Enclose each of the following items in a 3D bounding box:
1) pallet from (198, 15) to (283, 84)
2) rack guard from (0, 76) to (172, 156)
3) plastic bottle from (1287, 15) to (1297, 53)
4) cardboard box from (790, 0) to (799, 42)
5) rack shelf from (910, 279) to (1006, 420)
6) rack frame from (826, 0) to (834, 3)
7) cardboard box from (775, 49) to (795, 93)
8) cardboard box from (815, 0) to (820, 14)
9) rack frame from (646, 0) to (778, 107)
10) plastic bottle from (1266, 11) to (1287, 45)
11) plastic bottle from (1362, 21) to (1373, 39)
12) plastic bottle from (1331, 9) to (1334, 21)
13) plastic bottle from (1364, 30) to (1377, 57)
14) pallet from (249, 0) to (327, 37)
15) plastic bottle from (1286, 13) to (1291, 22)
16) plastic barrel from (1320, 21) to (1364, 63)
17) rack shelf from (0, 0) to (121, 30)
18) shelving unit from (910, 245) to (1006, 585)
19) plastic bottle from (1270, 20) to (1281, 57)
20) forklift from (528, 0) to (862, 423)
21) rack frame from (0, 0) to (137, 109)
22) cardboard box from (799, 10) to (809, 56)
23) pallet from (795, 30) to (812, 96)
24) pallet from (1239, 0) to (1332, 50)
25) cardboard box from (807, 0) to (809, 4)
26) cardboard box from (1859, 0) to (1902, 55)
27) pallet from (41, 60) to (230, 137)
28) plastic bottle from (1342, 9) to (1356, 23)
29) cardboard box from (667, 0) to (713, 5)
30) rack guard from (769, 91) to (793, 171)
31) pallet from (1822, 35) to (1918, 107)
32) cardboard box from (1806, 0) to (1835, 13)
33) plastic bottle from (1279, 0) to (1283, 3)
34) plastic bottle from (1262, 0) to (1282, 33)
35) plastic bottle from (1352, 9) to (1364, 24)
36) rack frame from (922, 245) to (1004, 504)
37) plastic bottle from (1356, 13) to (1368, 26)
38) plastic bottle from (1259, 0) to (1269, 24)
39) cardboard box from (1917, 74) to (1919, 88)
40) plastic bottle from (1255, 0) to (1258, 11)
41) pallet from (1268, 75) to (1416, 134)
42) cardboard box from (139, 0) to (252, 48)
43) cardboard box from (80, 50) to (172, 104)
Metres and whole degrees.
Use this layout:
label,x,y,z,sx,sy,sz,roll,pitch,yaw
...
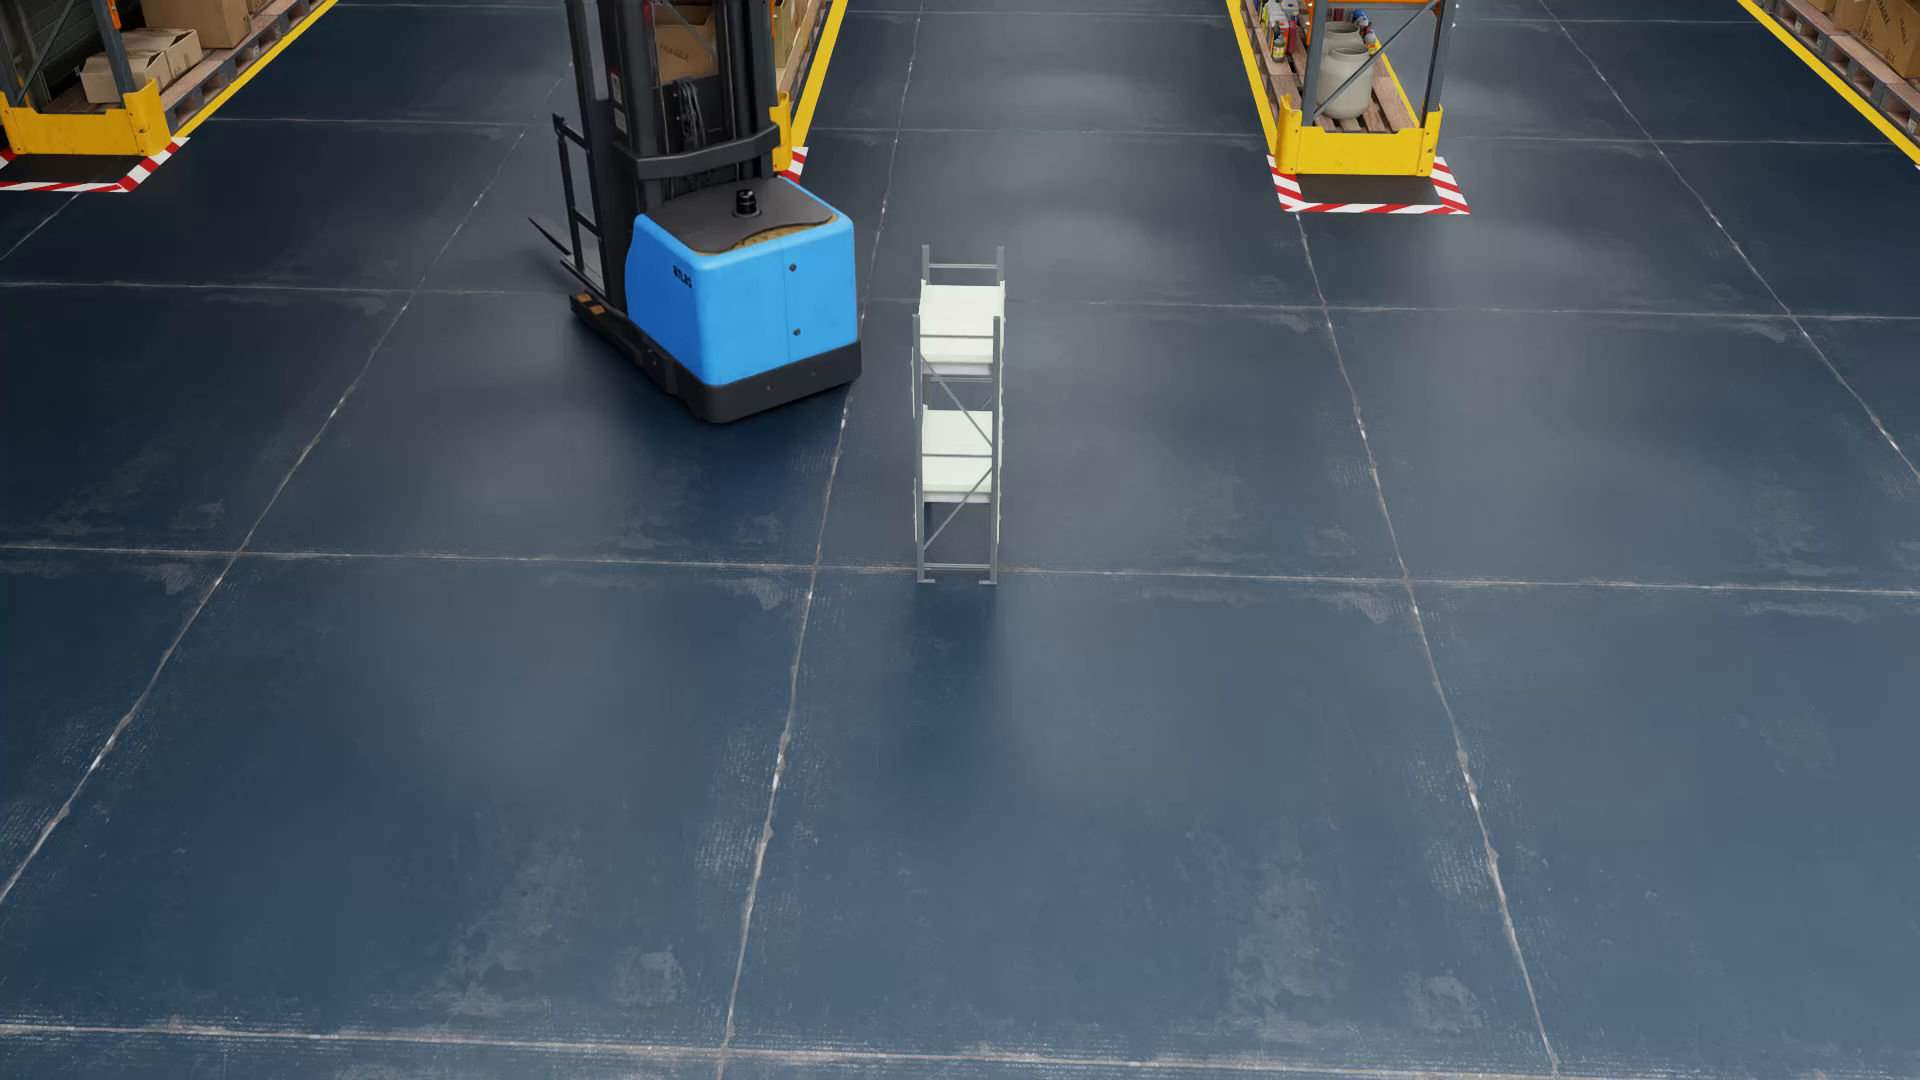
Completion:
label,x,y,z,sx,sy,sz,roll,pitch,yaw
pallet,-6.716,-4.352,14.705,1.003,0.211,1.213,1,35,2
rack guard,-6.836,-3.306,12.964,1.175,0.500,0.348,1,35,2
plastic bottle,2.839,-4.332,14.230,0.061,0.283,0.133,1,35,2
cardboard box,-1.620,-4.404,13.727,0.500,0.500,0.500,1,35,2
rack shelf,0.000,-0.929,8.035,0.431,0.370,0.720,1,35,2
rack frame,-1.729,-6.470,15.294,1.000,3.000,0.127,1,35,2
cardboard box,-1.629,-3.809,13.534,0.500,0.250,0.500,1,35,2
cardboard box,-1.559,-4.959,15.169,0.500,0.250,0.500,1,35,2
rack frame,-1.889,-4.172,12.024,1.000,3.000,0.127,1,35,2
plastic bottle,2.739,-4.411,14.349,0.152,0.276,0.135,0,35,1
plastic bottle,3.471,-4.288,14.169,0.061,0.283,0.133,2,35,3
plastic bottle,3.358,-4.738,14.808,0.061,0.283,0.133,1,35,2
plastic bottle,3.444,-4.154,13.988,0.097,0.271,0.097,0,35,0
pallet,-6.670,-5.055,15.705,1.003,0.211,1.213,1,35,2
plastic bottle,2.864,-4.498,14.538,0.097,0.201,0.097,0,35,0
plastic barrel,3.030,-3.878,13.403,0.421,0.512,0.421,0,35,0
rack shelf,-6.759,-5.139,14.025,1.077,0.370,4.000,1,35,2
shelving unit,0.000,-0.610,8.259,0.431,1.500,0.755,1,35,2
plastic bottle,2.682,-4.257,14.124,0.061,0.283,0.133,2,35,3
forklift,-1.849,-2.670,9.945,1.130,2.935,3.031,-22,41,-28
rack frame,-6.839,-4.285,12.183,1.000,3.000,0.127,1,35,2
cardboard box,-1.584,-4.384,14.351,0.500,0.250,0.500,1,35,2
pallet,-1.849,-4.171,14.447,1.003,0.211,1.213,1,35,2
pallet,3.152,-4.828,15.382,1.003,0.211,1.213,1,35,2
cardboard box,-1.577,-4.978,14.544,0.500,0.500,0.500,1,35,2
cardboard box,8.152,-4.472,14.259,0.500,0.500,0.500,-2,35,-2
pallet,-6.768,-3.653,13.710,1.003,0.211,1.213,1,35,2
plastic bottle,3.451,-4.654,14.695,0.152,0.276,0.135,2,35,3
cardboard box,-2.140,-4.416,13.744,0.500,0.500,0.500,1,35,2
rack guard,-1.890,-3.136,12.723,1.175,0.500,0.348,1,35,2
pallet,8.132,-4.009,14.217,1.003,0.211,1.213,1,35,2
cardboard box,8.113,-5.160,15.237,0.500,0.500,0.500,0,35,0
plastic bottle,2.888,-4.877,15.017,0.097,0.271,0.097,0,35,0
plastic bottle,2.749,-4.643,14.615,0.144,0.351,0.185,1,35,2
plastic bottle,3.470,-4.525,14.515,0.097,0.271,0.097,0,35,0
rack frame,0.014,-0.820,8.558,0.400,1.500,0.023,1,35,2
plastic bottle,3.462,-4.408,14.350,0.097,0.271,0.097,0,35,0
plastic bottle,2.718,-4.766,14.848,0.061,0.283,0.133,3,35,4
cardboard box,8.040,-3.793,13.293,0.500,0.500,0.500,10,36,14
plastic bottle,2.773,-4.996,15.117,0.144,0.351,0.185,2,35,3
pallet,3.054,-3.426,13.387,1.003,0.211,1.213,1,35,2
cardboard box,-6.619,-4.585,14.402,0.700,0.500,0.500,-1,35,-1
cardboard box,-6.722,-3.760,13.393,0.500,0.311,0.500,-2,35,-3
